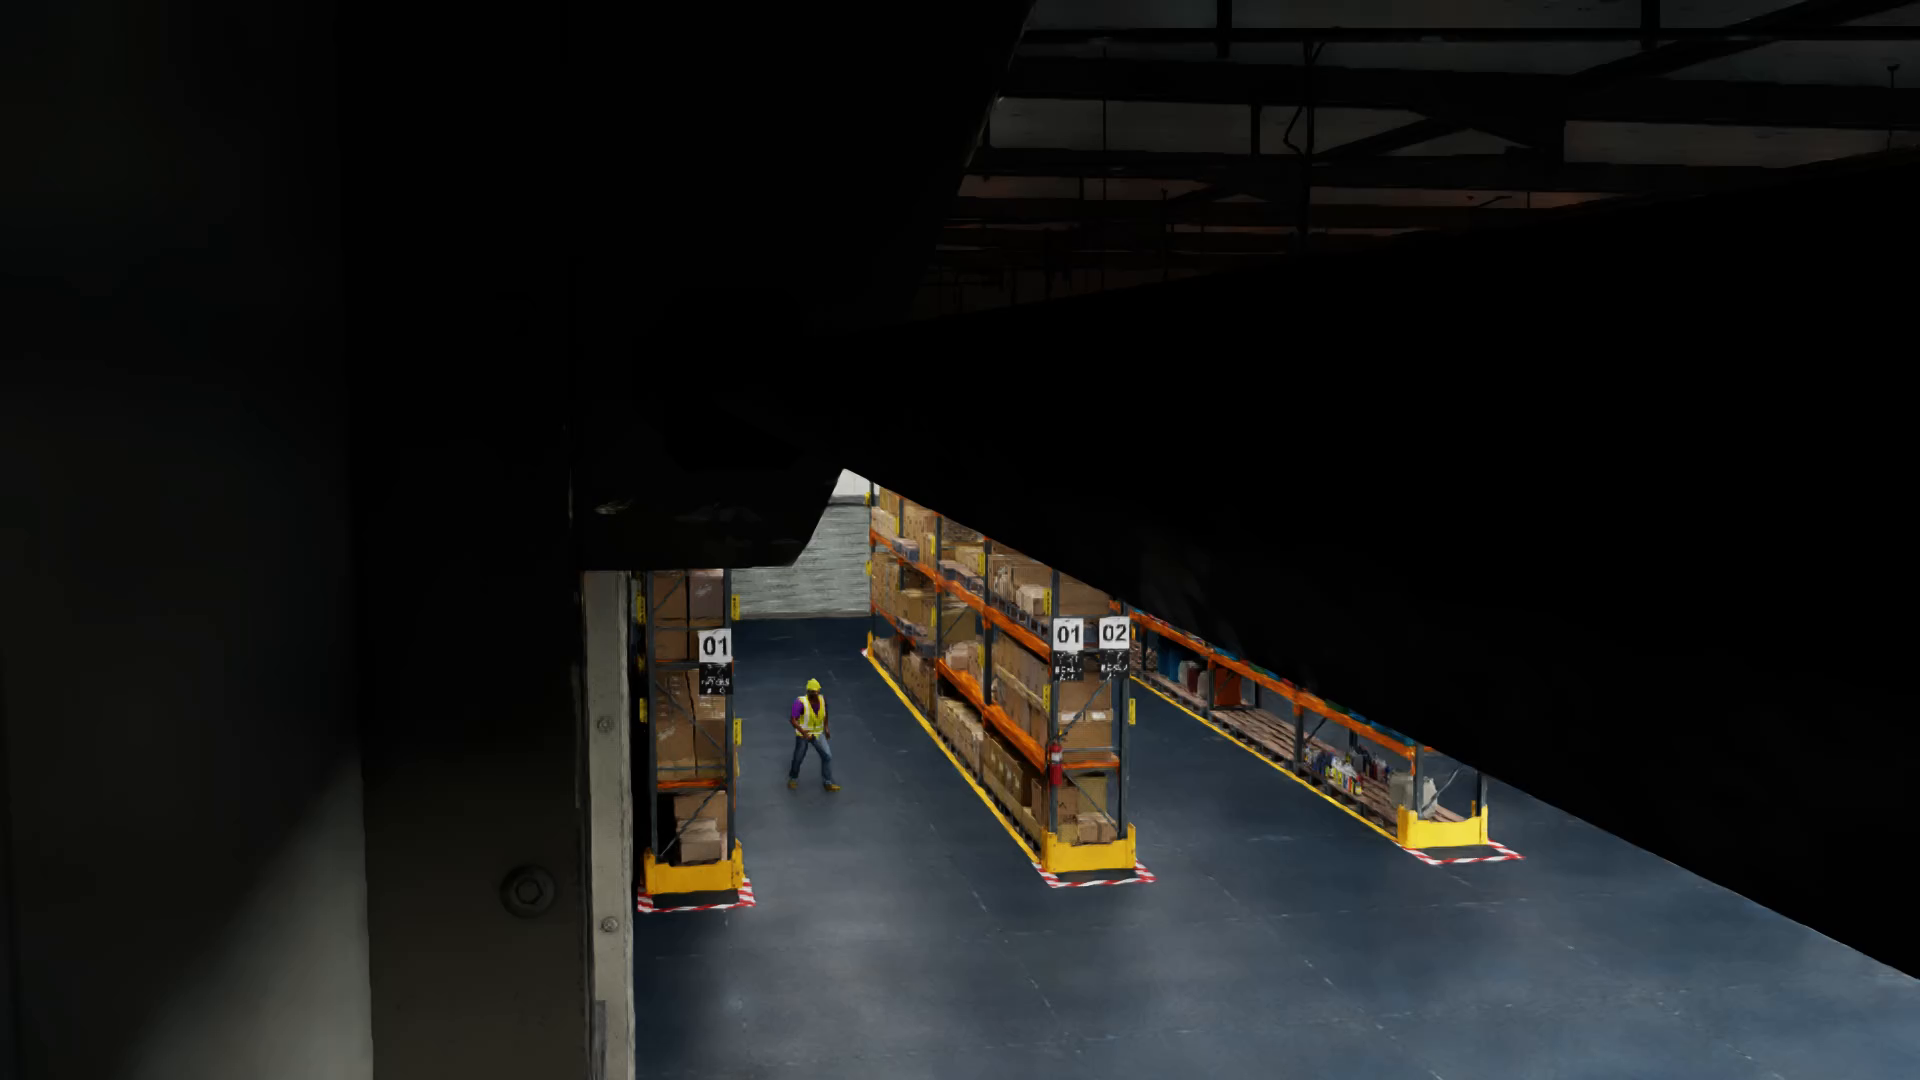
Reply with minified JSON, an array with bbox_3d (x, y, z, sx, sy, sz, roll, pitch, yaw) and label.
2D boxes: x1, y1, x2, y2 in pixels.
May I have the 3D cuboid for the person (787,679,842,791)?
[{"bbox_3d":[-2.235,2.891,24.826,0.708,1.702,0.843,-3,7,-28],"label":"person"}]
